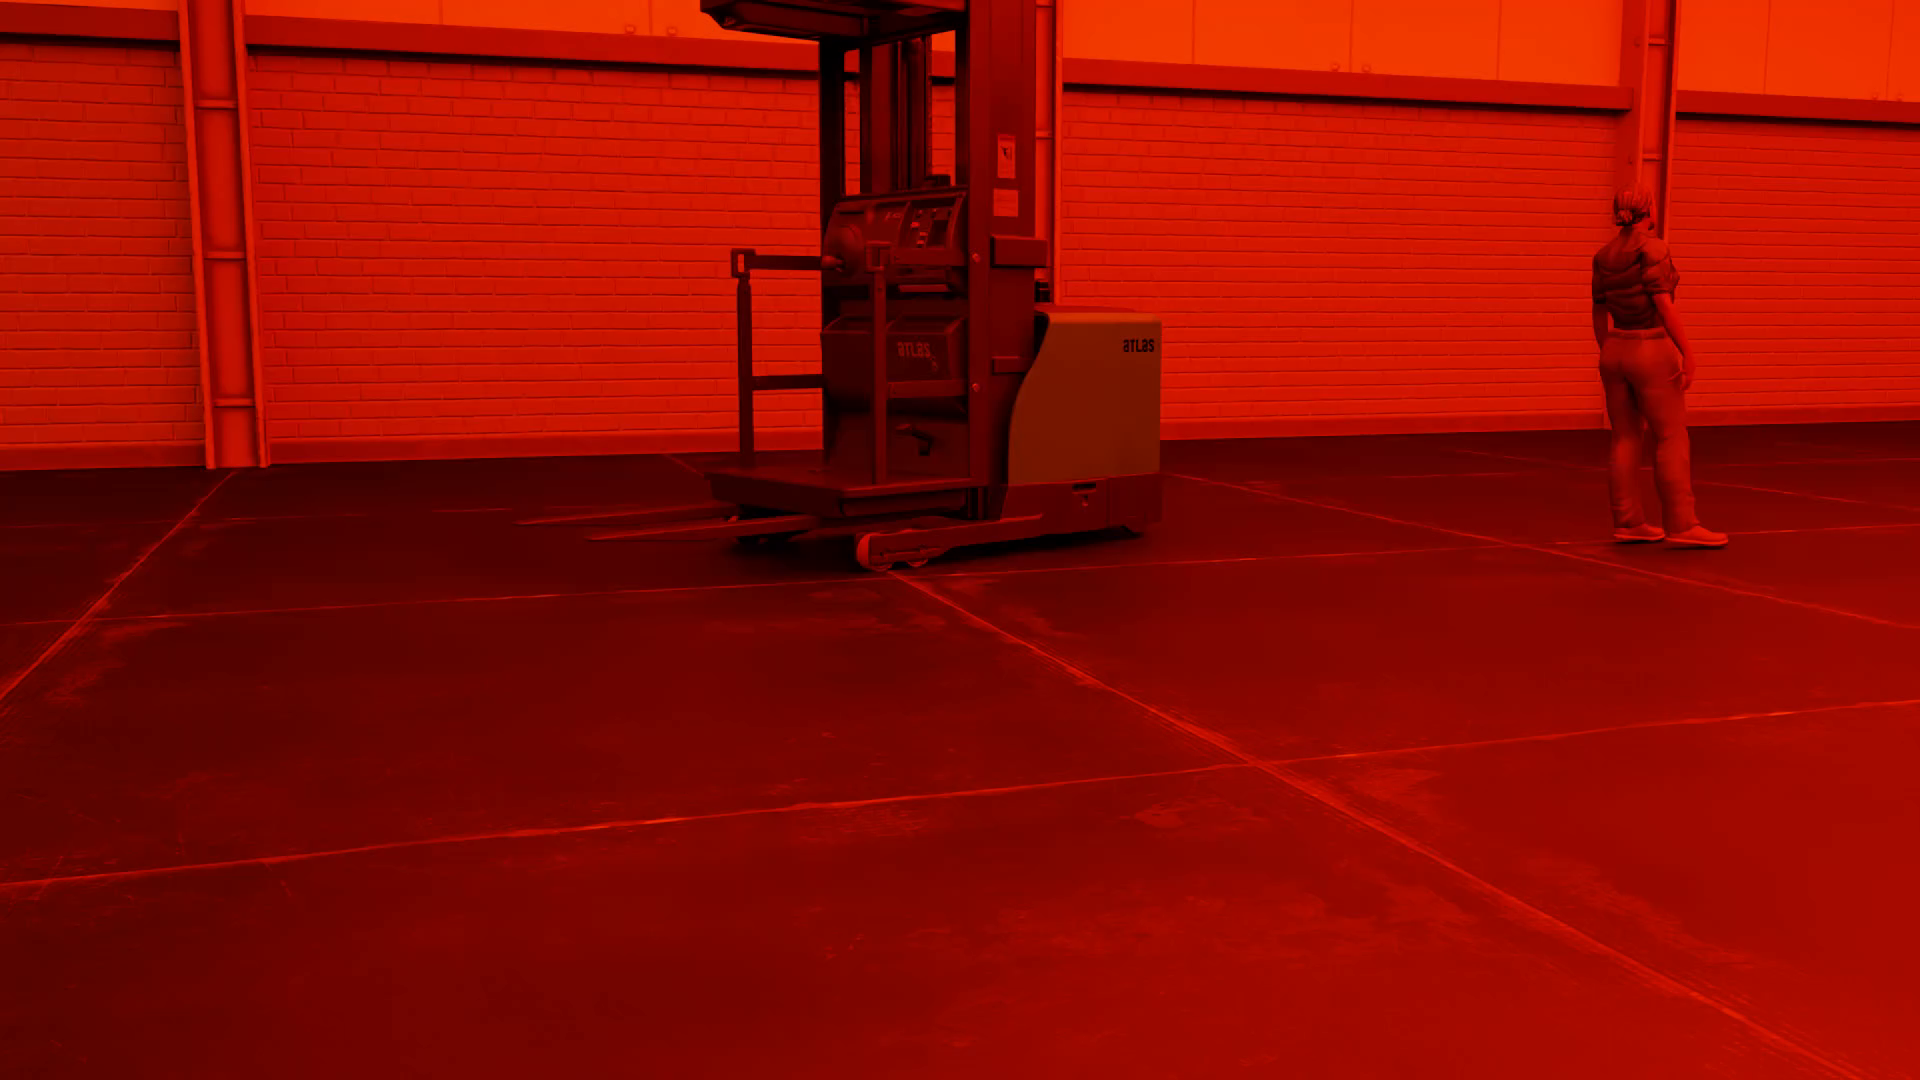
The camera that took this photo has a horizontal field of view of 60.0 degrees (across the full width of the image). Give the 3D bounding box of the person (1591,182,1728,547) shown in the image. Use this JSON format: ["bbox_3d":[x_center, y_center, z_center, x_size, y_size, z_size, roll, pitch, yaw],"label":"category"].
[{"bbox_3d":[3.224,-0.812,7.703,0.503,1.656,0.570,-3,8,-20],"label":"person"}]

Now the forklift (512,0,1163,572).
[{"bbox_3d":[-0.461,-1.399,7.333,3.031,2.935,1.130,-7,10,-40],"label":"forklift"}]
